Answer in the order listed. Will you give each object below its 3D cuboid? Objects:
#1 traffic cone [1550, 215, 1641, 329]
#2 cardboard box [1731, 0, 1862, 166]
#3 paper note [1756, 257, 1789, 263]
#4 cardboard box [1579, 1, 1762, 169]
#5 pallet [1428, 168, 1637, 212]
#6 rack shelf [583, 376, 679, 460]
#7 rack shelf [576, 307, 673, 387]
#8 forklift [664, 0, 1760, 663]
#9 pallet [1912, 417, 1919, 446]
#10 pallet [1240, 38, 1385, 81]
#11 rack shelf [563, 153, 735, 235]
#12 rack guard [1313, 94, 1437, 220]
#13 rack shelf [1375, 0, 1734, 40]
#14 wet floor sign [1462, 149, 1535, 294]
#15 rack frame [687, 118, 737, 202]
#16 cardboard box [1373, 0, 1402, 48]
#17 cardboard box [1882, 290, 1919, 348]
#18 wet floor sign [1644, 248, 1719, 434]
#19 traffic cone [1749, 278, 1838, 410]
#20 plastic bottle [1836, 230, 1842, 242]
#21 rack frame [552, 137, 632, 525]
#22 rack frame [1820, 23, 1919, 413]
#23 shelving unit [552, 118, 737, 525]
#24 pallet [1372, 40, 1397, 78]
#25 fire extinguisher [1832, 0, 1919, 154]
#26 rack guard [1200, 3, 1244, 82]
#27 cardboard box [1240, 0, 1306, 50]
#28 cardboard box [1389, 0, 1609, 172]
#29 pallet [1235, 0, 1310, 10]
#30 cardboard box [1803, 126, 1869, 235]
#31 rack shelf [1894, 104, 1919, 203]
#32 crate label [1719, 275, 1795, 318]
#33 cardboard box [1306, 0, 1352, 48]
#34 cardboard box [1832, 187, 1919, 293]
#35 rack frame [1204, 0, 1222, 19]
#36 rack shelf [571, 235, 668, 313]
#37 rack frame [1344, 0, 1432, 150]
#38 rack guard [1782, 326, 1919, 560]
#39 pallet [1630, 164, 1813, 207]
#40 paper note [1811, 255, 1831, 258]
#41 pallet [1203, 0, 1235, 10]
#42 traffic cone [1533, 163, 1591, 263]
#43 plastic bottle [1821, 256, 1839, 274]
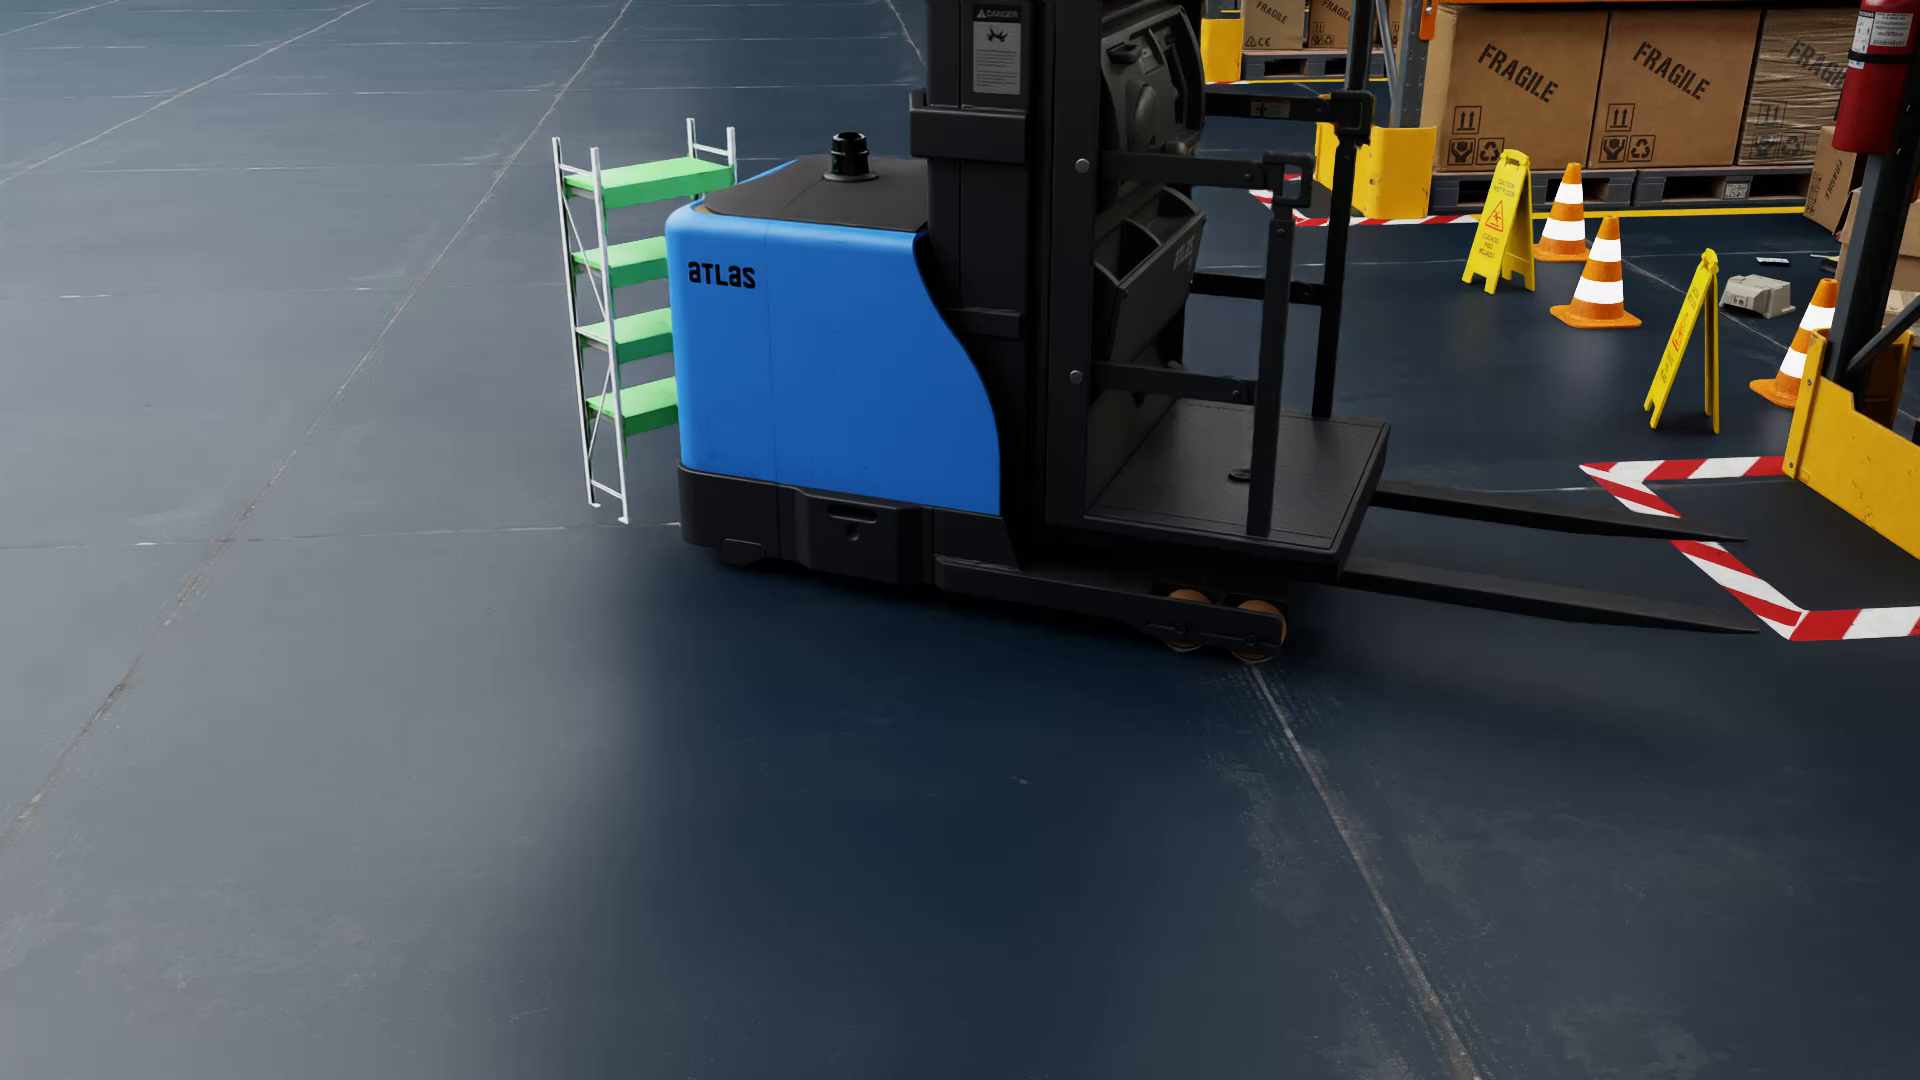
[{"bbox_3d":[2.864,-1.213,7.410,0.334,0.463,0.336,-2,24,-5],"label":"traffic cone"},{"bbox_3d":[4.875,-2.742,9.824,0.875,0.875,0.875,-2,24,-5],"label":"cardboard box"},{"bbox_3d":[4.110,-1.413,8.393,0.142,0.017,0.144,6,25,13],"label":"paper note"},{"bbox_3d":[3.967,-2.706,9.744,0.875,0.875,0.875,-3,24,-6],"label":"cardboard box"},{"bbox_3d":[3.212,-2.185,9.905,1.213,0.211,1.003,-2,24,-5],"label":"pallet"},{"bbox_3d":[-0.967,-0.425,5.476,0.480,0.148,0.258,-21,31,-38],"label":"rack shelf"},{"bbox_3d":[-0.968,-0.644,5.379,0.480,0.148,0.258,-21,31,-38],"label":"rack shelf"},{"bbox_3d":[0.715,-1.250,4.454,3.031,2.935,1.130,9,25,19],"label":"forklift"},{"bbox_3d":[3.898,-0.146,5.318,1.213,0.211,1.003,-2,24,-5],"label":"pallet"},{"bbox_3d":[2.924,-4.151,14.330,1.213,0.211,1.003,-2,24,-5],"label":"pallet"},{"bbox_3d":[-0.969,-1.083,5.185,0.480,0.148,0.258,-21,31,-38],"label":"rack shelf"},{"bbox_3d":[2.400,-2.252,9.702,0.348,0.500,1.175,-2,24,-5],"label":"rack guard"},{"bbox_3d":[4.414,-3.147,9.522,4.000,0.370,1.077,-2,24,-5],"label":"rack shelf"},{"bbox_3d":[2.589,-1.518,7.871,0.232,0.644,0.267,-6,25,-14],"label":"wet floor sign"},{"bbox_3d":[-0.789,-0.770,5.504,0.015,1.200,0.240,-21,31,-38],"label":"rack frame"},{"bbox_3d":[3.876,-4.527,14.303,0.500,0.500,0.500,0,24,0],"label":"cardboard box"},{"bbox_3d":[4.116,-0.965,7.237,0.250,0.149,0.380,10,26,22],"label":"cardboard box"},{"bbox_3d":[2.717,-0.748,6.138,0.232,0.644,0.267,6,25,13],"label":"wet floor sign"},{"bbox_3d":[3.312,-0.778,6.431,0.334,0.463,0.336,-2,24,-5],"label":"traffic cone"},{"bbox_3d":[4.752,-1.565,8.696,0.133,0.061,0.283,-11,26,-23],"label":"plastic bottle"},{"bbox_3d":[-1.147,-0.635,5.201,0.015,1.200,0.240,-21,31,-38],"label":"rack frame"},{"bbox_3d":[3.011,-1.399,4.704,0.127,3.000,1.000,-2,24,-5],"label":"rack frame"},{"bbox_3d":[-0.968,-0.703,5.353,0.503,1.200,0.258,-21,31,-38],"label":"shelving unit"},{"bbox_3d":[4.136,-4.199,14.436,1.213,0.211,1.003,-2,24,-5],"label":"pallet"},{"bbox_3d":[2.852,-1.545,5.128,0.183,0.674,0.296,-2,24,-5],"label":"fire extinguisher"},{"bbox_3d":[2.112,-4.265,14.230,0.348,0.500,1.175,-2,24,-5],"label":"rack guard"},{"bbox_3d":[2.660,-4.472,14.179,0.500,0.500,0.500,2,24,5],"label":"cardboard box"},{"bbox_3d":[3.092,-2.670,9.663,0.875,0.875,0.875,-2,24,-5],"label":"cardboard box"},{"bbox_3d":[3.641,-6.232,19.011,1.213,0.211,1.003,-2,24,-5],"label":"pallet"},{"bbox_3d":[4.960,-1.937,8.990,0.500,0.500,0.500,2,24,4],"label":"cardboard box"},{"bbox_3d":[5.001,-1.150,5.030,4.000,0.370,1.077,-2,24,-5],"label":"rack shelf"},{"bbox_3d":[3.641,-1.121,7.603,0.298,0.136,0.250,-16,29,-32],"label":"crate label"},{"bbox_3d":[3.251,-4.510,14.264,0.500,0.500,0.500,4,24,9],"label":"cardboard box"},{"bbox_3d":[4.510,-1.351,7.671,0.797,0.503,0.637,22,32,40],"label":"cardboard box"},{"bbox_3d":[2.037,-5.404,13.716,0.127,3.000,1.000,-2,24,-5],"label":"rack frame"},{"bbox_3d":[-0.968,-0.864,5.282,0.480,0.148,0.258,-21,31,-38],"label":"rack shelf"},{"bbox_3d":[2.424,-3.395,9.196,0.127,3.000,1.000,-2,24,-5],"label":"rack frame"},{"bbox_3d":[3.086,-0.260,5.218,0.348,0.500,1.175,-2,24,-5],"label":"rack guard"},{"bbox_3d":[4.423,-2.232,10.012,1.213,0.211,1.003,-2,24,-5],"label":"pallet"},{"bbox_3d":[4.415,-1.448,8.495,0.123,0.001,0.032,10,26,22],"label":"paper note"},{"bbox_3d":[2.430,-6.184,18.904,1.213,0.211,1.003,-2,24,-5],"label":"pallet"},{"bbox_3d":[3.092,-1.683,8.468,0.334,0.463,0.336,-2,24,-5],"label":"traffic cone"},{"bbox_3d":[4.432,-1.373,8.265,0.283,0.061,0.133,-11,26,-23],"label":"plastic bottle"}]
